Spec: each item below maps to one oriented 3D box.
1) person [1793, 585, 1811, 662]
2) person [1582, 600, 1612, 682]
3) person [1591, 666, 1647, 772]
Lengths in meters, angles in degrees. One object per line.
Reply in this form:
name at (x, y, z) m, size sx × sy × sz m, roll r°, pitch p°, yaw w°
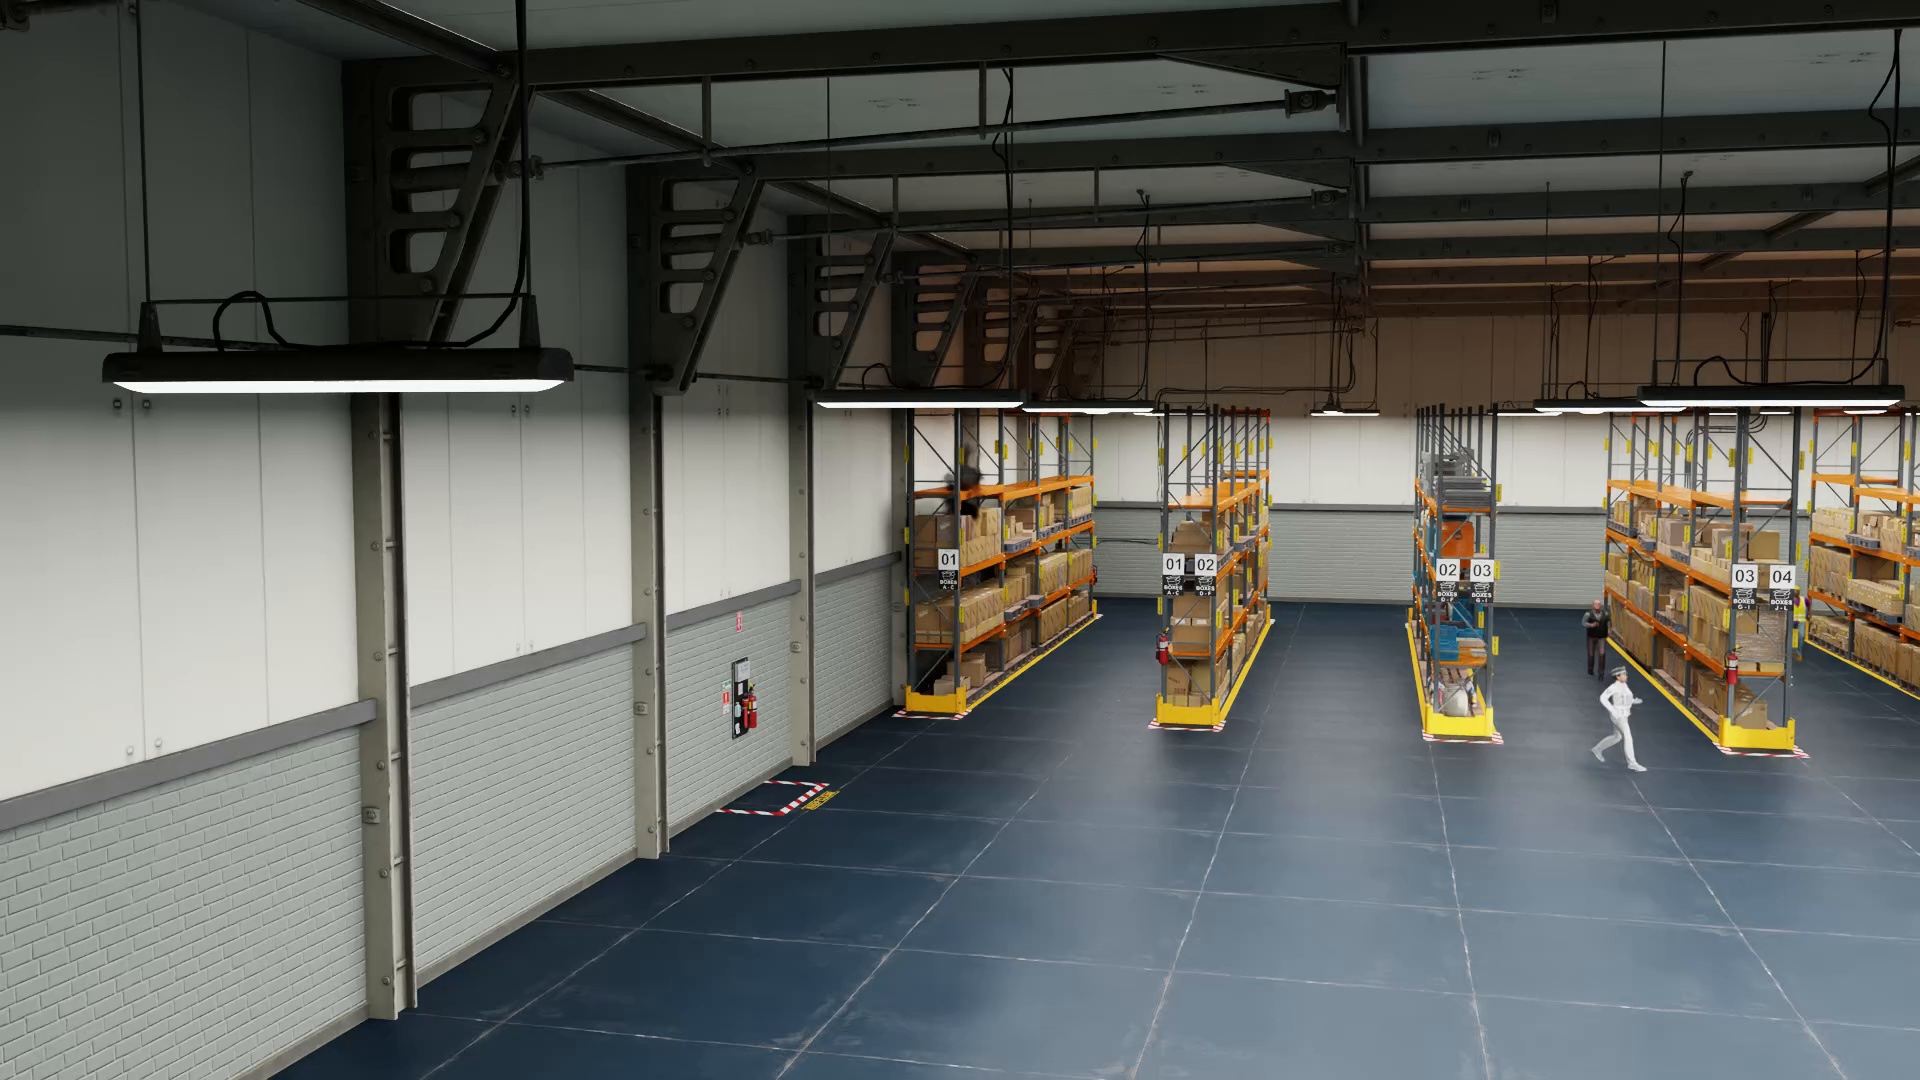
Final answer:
person at (19.901, 1.972, 39.574) m, size 0.704 × 1.793 × 0.889 m, roll 1°, pitch 4°, yaw 18°
person at (13.998, 2.192, 36.566) m, size 0.633 × 1.772 × 0.821 m, roll 1°, pitch 4°, yaw 17°
person at (10.757, 2.887, 27.131) m, size 0.941 × 1.666 × 0.613 m, roll 3°, pitch 5°, yaw 40°
